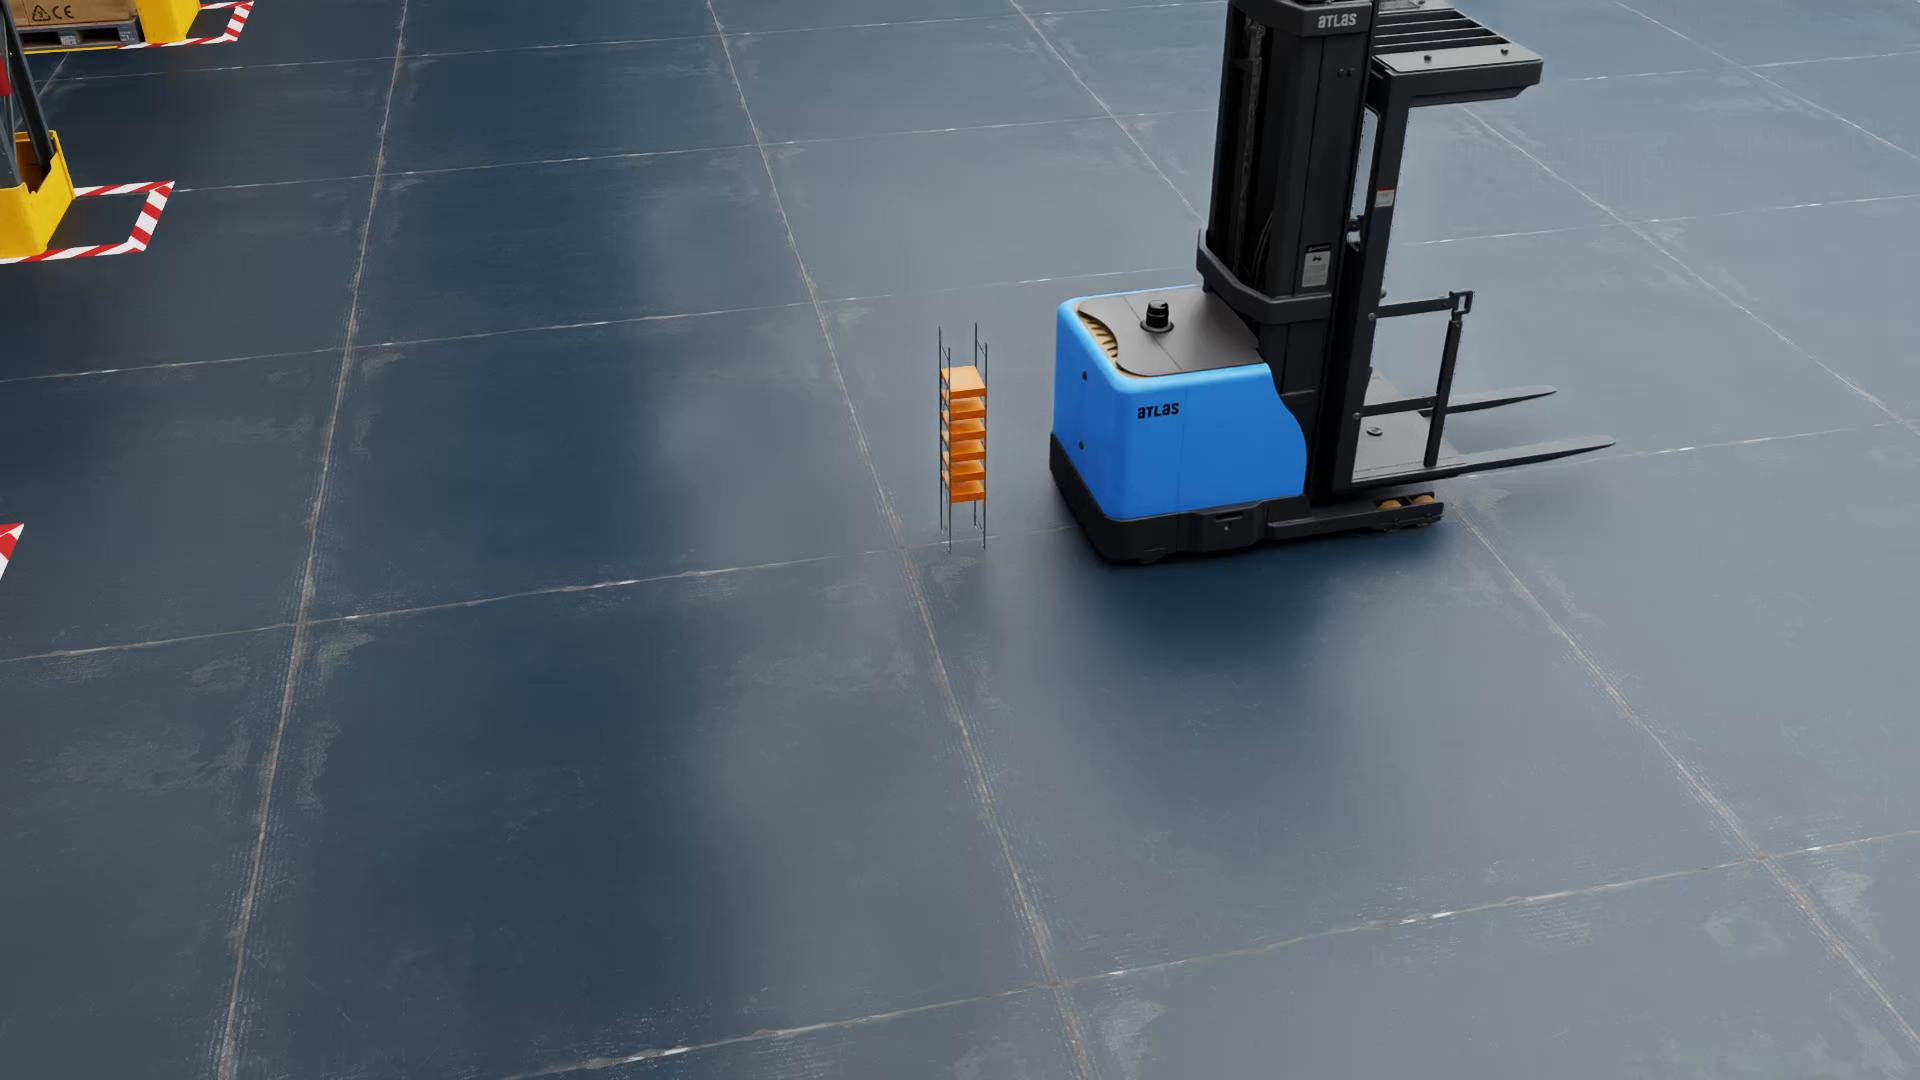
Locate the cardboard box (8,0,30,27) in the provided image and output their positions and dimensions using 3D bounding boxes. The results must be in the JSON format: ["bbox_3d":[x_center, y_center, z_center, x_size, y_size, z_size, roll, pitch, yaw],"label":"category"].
[{"bbox_3d":[-9.203,-5.335,15.538,0.875,0.875,0.875,-8,35,-11],"label":"cardboard box"}]

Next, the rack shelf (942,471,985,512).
[{"bbox_3d":[0.014,-0.264,8.577,0.180,0.103,0.258,-7,35,-11],"label":"rack shelf"}]

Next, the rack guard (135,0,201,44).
[{"bbox_3d":[-7.675,-5.236,16.104,0.348,0.500,1.175,-7,35,-11],"label":"rack guard"}]

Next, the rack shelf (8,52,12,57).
[{"bbox_3d":[-8.653,-3.019,11.202,4.000,0.370,1.077,-7,35,-11],"label":"rack shelf"}]

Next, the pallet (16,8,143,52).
[{"bbox_3d":[-8.461,-4.973,15.971,1.213,0.211,1.003,-7,35,-11],"label":"pallet"}]

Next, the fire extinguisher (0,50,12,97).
[{"bbox_3d":[-6.489,-3.295,11.037,0.183,0.674,0.296,-7,35,-11],"label":"fire extinguisher"}]

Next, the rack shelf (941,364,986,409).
[{"bbox_3d":[0.014,-0.762,8.242,0.180,0.103,0.258,-7,35,-11],"label":"rack shelf"}]

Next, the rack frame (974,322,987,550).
[{"bbox_3d":[0.103,-0.511,8.435,0.006,1.200,0.240,-7,35,-11],"label":"rack frame"}]

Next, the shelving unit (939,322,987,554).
[{"bbox_3d":[0.014,-0.500,8.418,0.189,1.200,0.258,-7,35,-11],"label":"shelving unit"}]

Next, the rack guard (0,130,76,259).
[{"bbox_3d":[-6.777,-2.516,12.050,0.348,0.500,1.175,-7,35,-11],"label":"rack guard"}]

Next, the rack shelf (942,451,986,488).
[{"bbox_3d":[0.014,-0.363,8.510,0.180,0.103,0.258,-7,35,-11],"label":"rack shelf"}]

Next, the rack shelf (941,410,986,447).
[{"bbox_3d":[0.014,-0.563,8.376,0.180,0.103,0.258,-7,35,-11],"label":"rack shelf"}]

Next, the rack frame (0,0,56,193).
[{"bbox_3d":[-6.702,-3.563,11.368,0.127,3.000,1.000,-7,35,-11],"label":"rack frame"}]

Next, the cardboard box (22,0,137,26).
[{"bbox_3d":[-8.345,-5.444,15.701,0.875,0.875,0.875,-7,34,-10],"label":"cardboard box"}]

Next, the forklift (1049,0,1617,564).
[{"bbox_3d":[2.070,-1.535,8.407,3.031,2.935,1.130,-8,35,-12],"label":"forklift"}]

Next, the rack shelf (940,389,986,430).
[{"bbox_3d":[0.014,-0.662,8.309,0.180,0.103,0.258,-7,35,-11],"label":"rack shelf"}]

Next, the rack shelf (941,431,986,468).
[{"bbox_3d":[0.014,-0.463,8.443,0.180,0.103,0.258,-7,35,-11],"label":"rack shelf"}]

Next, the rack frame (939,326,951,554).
[{"bbox_3d":[-0.075,-0.489,8.402,0.006,1.200,0.240,-7,35,-11],"label":"rack frame"}]
